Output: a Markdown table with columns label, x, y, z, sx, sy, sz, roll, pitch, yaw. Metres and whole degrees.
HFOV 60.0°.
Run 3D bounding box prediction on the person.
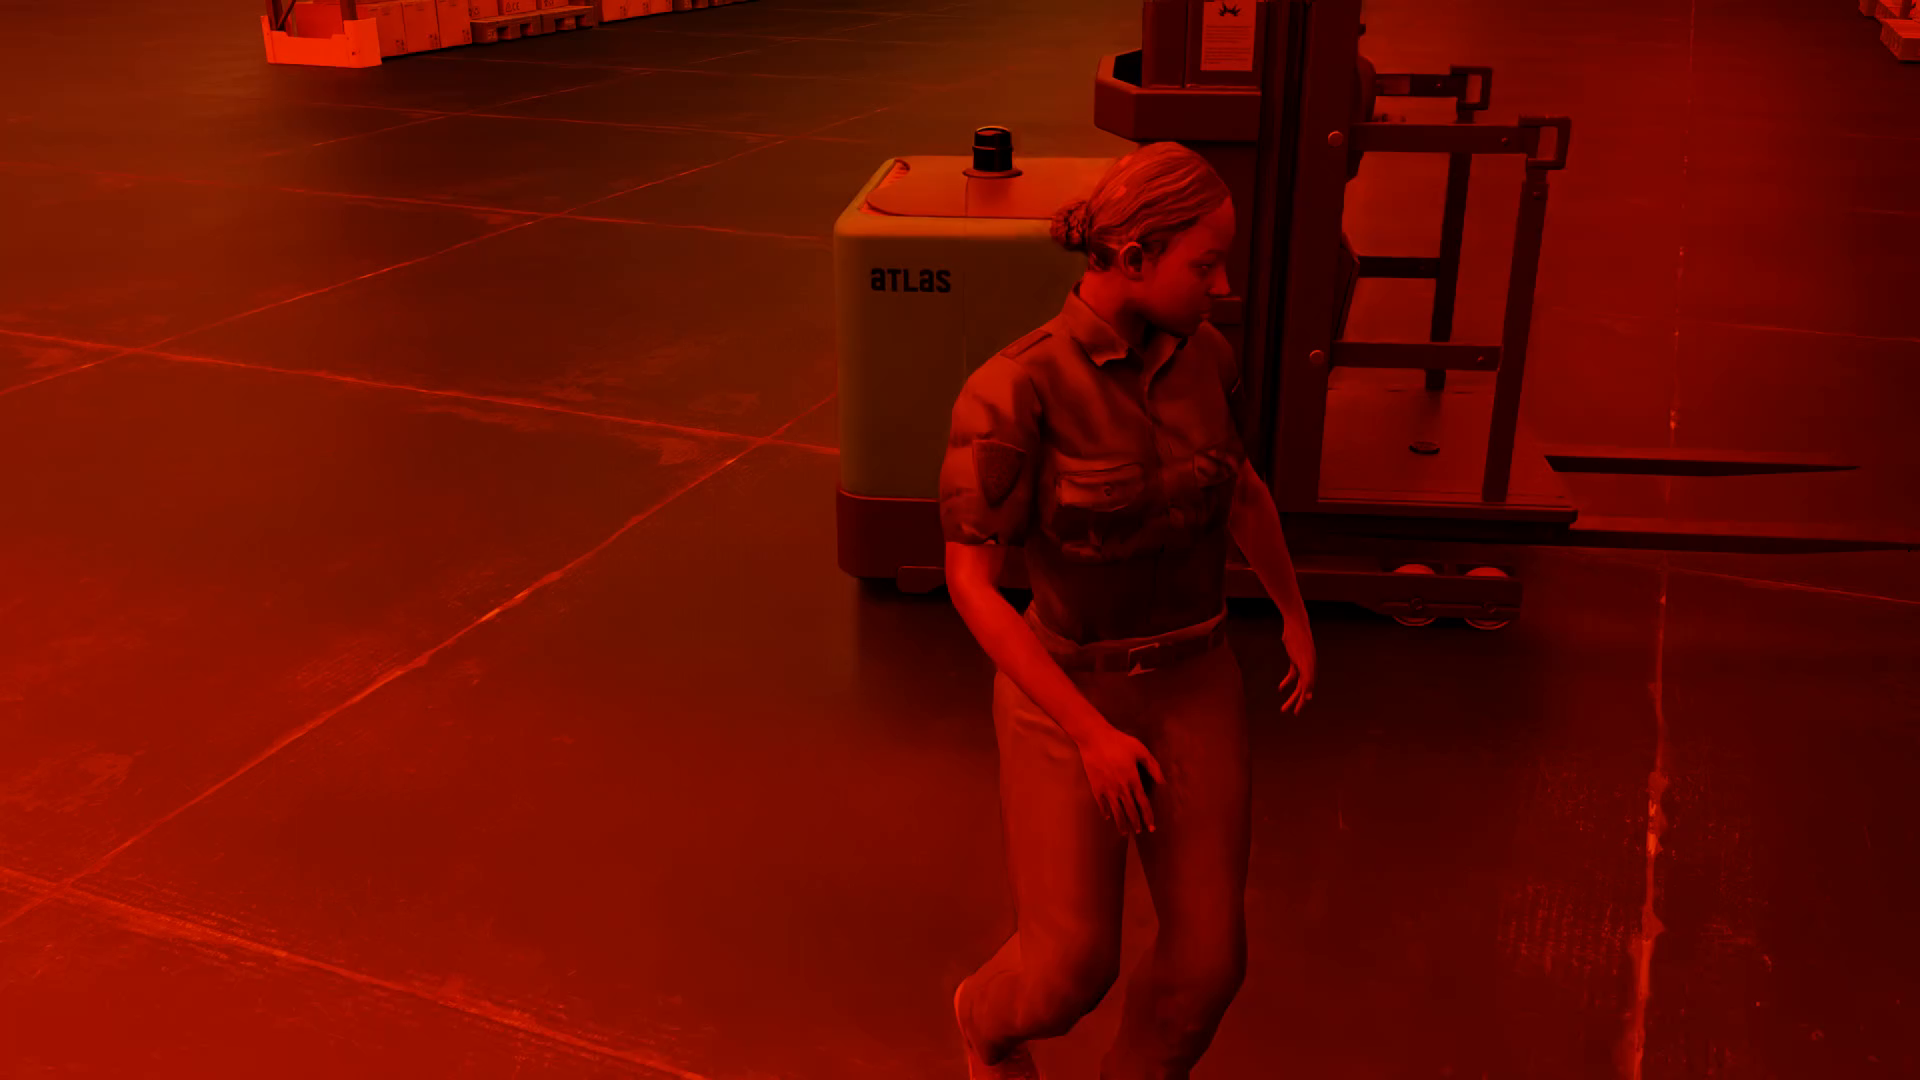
| label | x | y | z | sx | sy | sz | roll | pitch | yaw |
| --- | --- | --- | --- | --- | --- | --- | --- | --- | --- |
| person | 0.289 | 0.248 | 2.418 | 0.659 | 1.618 | 0.497 | -8 | 24 | -19 |

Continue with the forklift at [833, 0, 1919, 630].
| label | x | y | z | sx | sy | sz | roll | pitch | yaw |
| --- | --- | --- | --- | --- | --- | --- | --- | --- | --- |
| forklift | 1.202 | -1.325 | 4.463 | 3.031 | 2.935 | 1.130 | 2 | 23 | 5 |
